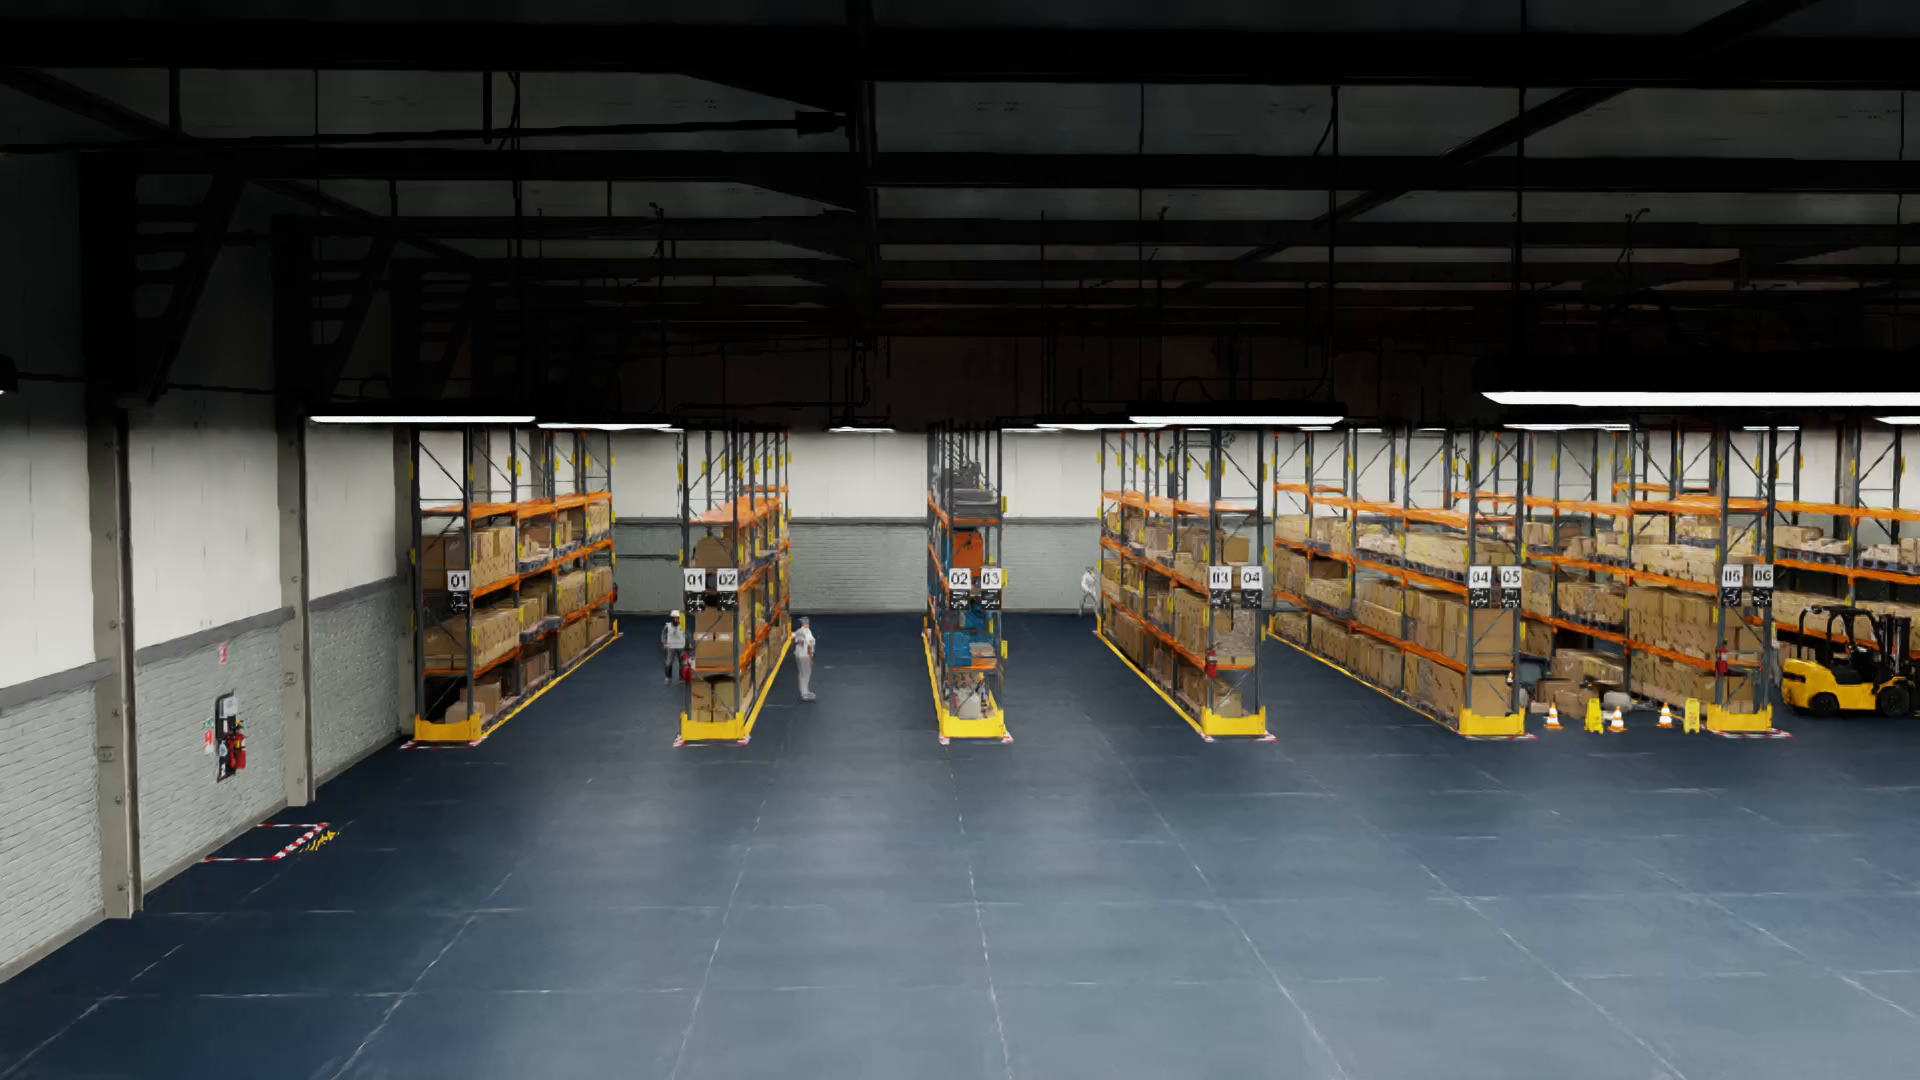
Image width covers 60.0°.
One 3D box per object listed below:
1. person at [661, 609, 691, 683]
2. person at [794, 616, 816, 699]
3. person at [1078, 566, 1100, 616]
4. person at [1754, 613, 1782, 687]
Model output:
[{"bbox_3d":[-6.495,2.434,38.014,0.677,1.726,0.574,0,4,-4],"label":"person"},{"bbox_3d":[-3.333,2.527,36.011,0.475,1.762,0.595,-2,4,-34],"label":"person"},{"bbox_3d":[4.021,1.586,51.989,0.642,1.605,0.795,-1,4,-21],"label":"person"},{"bbox_3d":[18.346,2.467,37.727,0.562,1.655,0.612,2,4,23],"label":"person"}]
